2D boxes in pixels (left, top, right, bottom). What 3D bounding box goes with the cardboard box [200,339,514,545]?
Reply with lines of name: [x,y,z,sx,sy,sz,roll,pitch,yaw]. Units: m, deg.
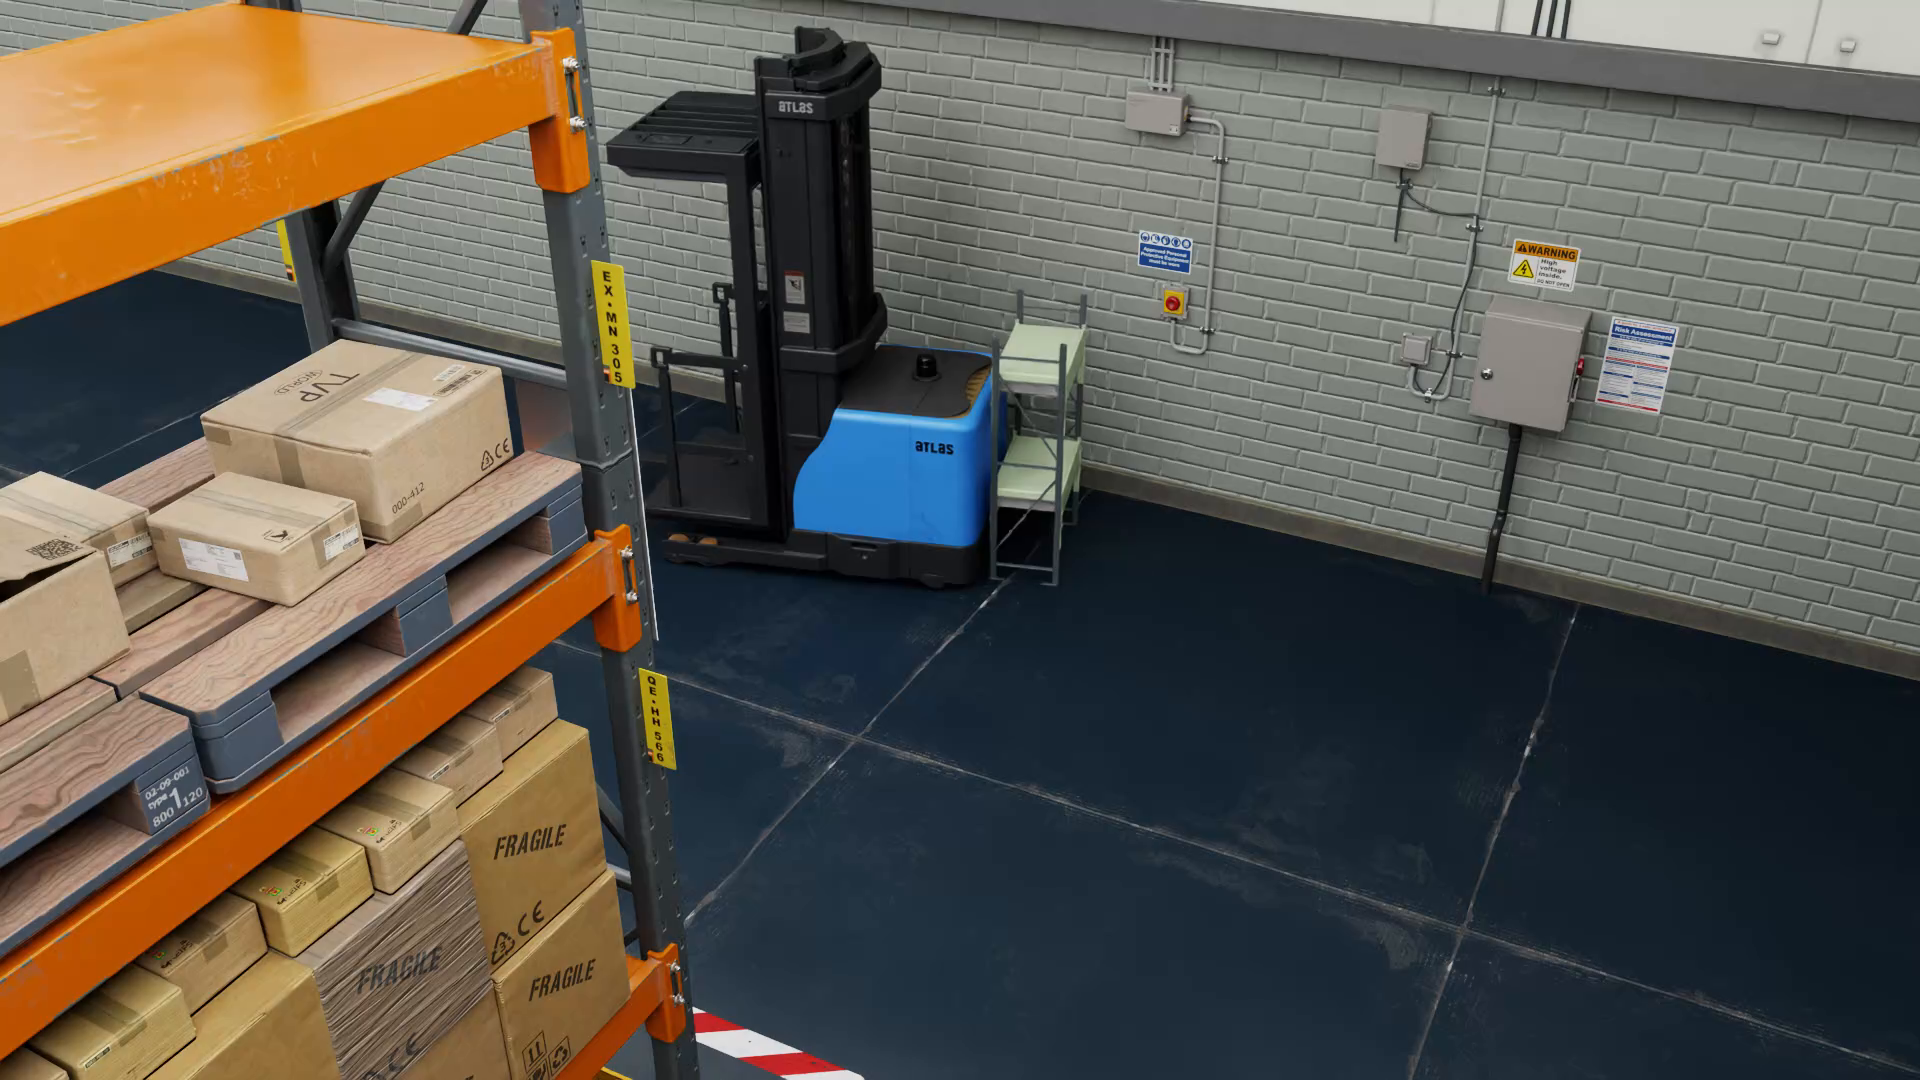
cardboard box: [-1.466,-0.255,4.088,0.500,0.250,0.500,11,32,19]

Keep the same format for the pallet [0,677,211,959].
pallet: [-2.224,0.598,3.063,1.003,0.211,1.213,14,33,23]

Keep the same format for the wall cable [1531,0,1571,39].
wall cable: [4.131,-3.396,6.881,2.988,3.039,0.133,14,33,23]

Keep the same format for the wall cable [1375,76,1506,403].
wall cable: [2.475,-1.642,8.868,0.588,1.984,0.122,14,33,23]

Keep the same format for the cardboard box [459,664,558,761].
cardboard box: [-1.326,0.433,4.519,0.380,0.149,0.250,15,33,24]

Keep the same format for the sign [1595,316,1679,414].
sign: [3.545,-0.916,8.718,0.329,0.494,0.001,14,33,23]

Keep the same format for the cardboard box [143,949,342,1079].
cardboard box: [-1.789,1.234,3.774,0.500,0.500,0.500,14,33,23]

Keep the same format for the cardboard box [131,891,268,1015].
cardboard box: [-1.797,0.887,3.729,0.380,0.149,0.250,14,33,23]

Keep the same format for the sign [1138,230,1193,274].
sign: [1.192,-1.674,9.671,0.327,0.218,0.001,14,33,23]

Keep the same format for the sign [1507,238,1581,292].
sign: [3.056,-1.440,8.706,0.339,0.242,0.001,14,33,23]

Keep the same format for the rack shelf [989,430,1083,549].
rack shelf: [0.448,-0.302,9.715,0.431,0.370,0.720,6,30,10]

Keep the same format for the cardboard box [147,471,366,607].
cardboard box: [-1.586,-0.007,3.758,0.380,0.149,0.250,12,32,19]

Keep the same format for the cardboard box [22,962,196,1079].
cardboard box: [-1.859,1.011,3.512,0.380,0.149,0.250,15,33,24]

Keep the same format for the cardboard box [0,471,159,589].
cardboard box: [-2.041,0.000,3.747,0.380,0.149,0.250,16,33,25]

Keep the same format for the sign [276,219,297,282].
sign: [-1.832,-0.856,4.550,0.100,0.325,0.005,14,33,23]

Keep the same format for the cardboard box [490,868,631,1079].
cardboard box: [-1.325,1.217,4.808,0.500,0.500,0.500,14,33,24]

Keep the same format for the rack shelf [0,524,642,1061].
rack shelf: [-2.252,0.885,3.198,1.077,0.370,4.000,14,33,23]

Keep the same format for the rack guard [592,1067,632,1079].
rack guard: [-1.330,2.060,5.951,1.175,0.500,0.348,14,33,23]

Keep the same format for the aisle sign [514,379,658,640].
aisle sign: [-1.032,-0.102,4.596,0.394,0.787,0.004,14,33,23]

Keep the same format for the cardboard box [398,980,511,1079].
cardboard box: [-1.567,1.436,4.427,0.500,0.500,0.500,14,33,22]

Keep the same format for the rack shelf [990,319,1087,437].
rack shelf: [0.448,-0.923,9.358,0.431,0.370,0.720,6,30,10]

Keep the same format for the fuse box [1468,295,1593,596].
fuse box: [3.011,-0.418,9.051,0.539,1.711,0.414,14,33,23]

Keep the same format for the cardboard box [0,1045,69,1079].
cardboard box: [-1.995,1.123,3.317,0.380,0.149,0.250,15,33,25]

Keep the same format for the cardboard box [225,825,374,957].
cardboard box: [-1.614,0.787,3.902,0.380,0.149,0.250,15,33,24]

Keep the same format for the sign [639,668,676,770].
sign: [-0.864,0.511,4.738,0.100,0.325,0.005,14,33,23]

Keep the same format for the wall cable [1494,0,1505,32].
wall cable: [1.668,-4.029,8.019,2.355,3.000,0.029,14,33,23]

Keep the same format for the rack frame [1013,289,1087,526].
rack frame: [0.524,-0.763,9.863,0.400,1.500,0.023,6,30,10]

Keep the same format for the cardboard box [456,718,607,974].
cardboard box: [-1.349,0.777,4.570,0.500,0.500,0.500,15,33,25]

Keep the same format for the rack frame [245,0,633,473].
rack frame: [-1.341,-1.615,3.816,1.000,3.000,0.127,14,33,23]

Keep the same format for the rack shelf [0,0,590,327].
rack shelf: [-2.252,-0.243,2.551,1.077,0.370,4.000,14,33,23]

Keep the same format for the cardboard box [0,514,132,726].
cardboard box: [-2.067,0.151,3.320,0.500,0.311,0.500,15,33,24]

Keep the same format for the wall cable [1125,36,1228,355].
wall cable: [1.207,-1.972,9.411,0.585,1.953,0.123,14,33,23]

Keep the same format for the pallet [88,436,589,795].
pallet: [-1.670,0.056,4.008,1.003,0.211,1.213,14,33,23]

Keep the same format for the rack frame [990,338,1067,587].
rack frame: [0.371,-0.406,9.242,0.400,1.500,0.023,6,30,10]

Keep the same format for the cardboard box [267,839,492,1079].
cardboard box: [-1.561,1.016,4.155,0.500,0.500,0.500,14,33,23]

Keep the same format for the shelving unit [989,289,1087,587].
shelving unit: [0.448,-0.585,9.553,0.431,1.500,0.755,6,30,10]

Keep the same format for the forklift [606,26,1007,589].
forklift: [-1.279,-1.365,9.473,3.031,2.935,1.130,6,30,11]

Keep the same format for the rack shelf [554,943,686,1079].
rack shelf: [-2.252,2.185,3.945,1.077,0.370,4.000,14,33,23]

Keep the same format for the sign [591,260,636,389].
sign: [-0.864,-0.534,4.137,0.100,0.325,0.005,14,33,23]

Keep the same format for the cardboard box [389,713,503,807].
cardboard box: [-1.420,0.551,4.313,0.380,0.149,0.250,15,33,24]

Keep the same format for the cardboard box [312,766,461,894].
cardboard box: [-1.463,0.684,4.081,0.380,0.149,0.250,14,33,23]

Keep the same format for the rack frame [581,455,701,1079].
rack frame: [-1.341,0.987,5.310,1.000,3.000,0.127,14,33,23]

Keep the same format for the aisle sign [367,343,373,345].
aisle sign: [-1.566,-0.238,4.833,0.394,0.787,0.004,14,33,23]
